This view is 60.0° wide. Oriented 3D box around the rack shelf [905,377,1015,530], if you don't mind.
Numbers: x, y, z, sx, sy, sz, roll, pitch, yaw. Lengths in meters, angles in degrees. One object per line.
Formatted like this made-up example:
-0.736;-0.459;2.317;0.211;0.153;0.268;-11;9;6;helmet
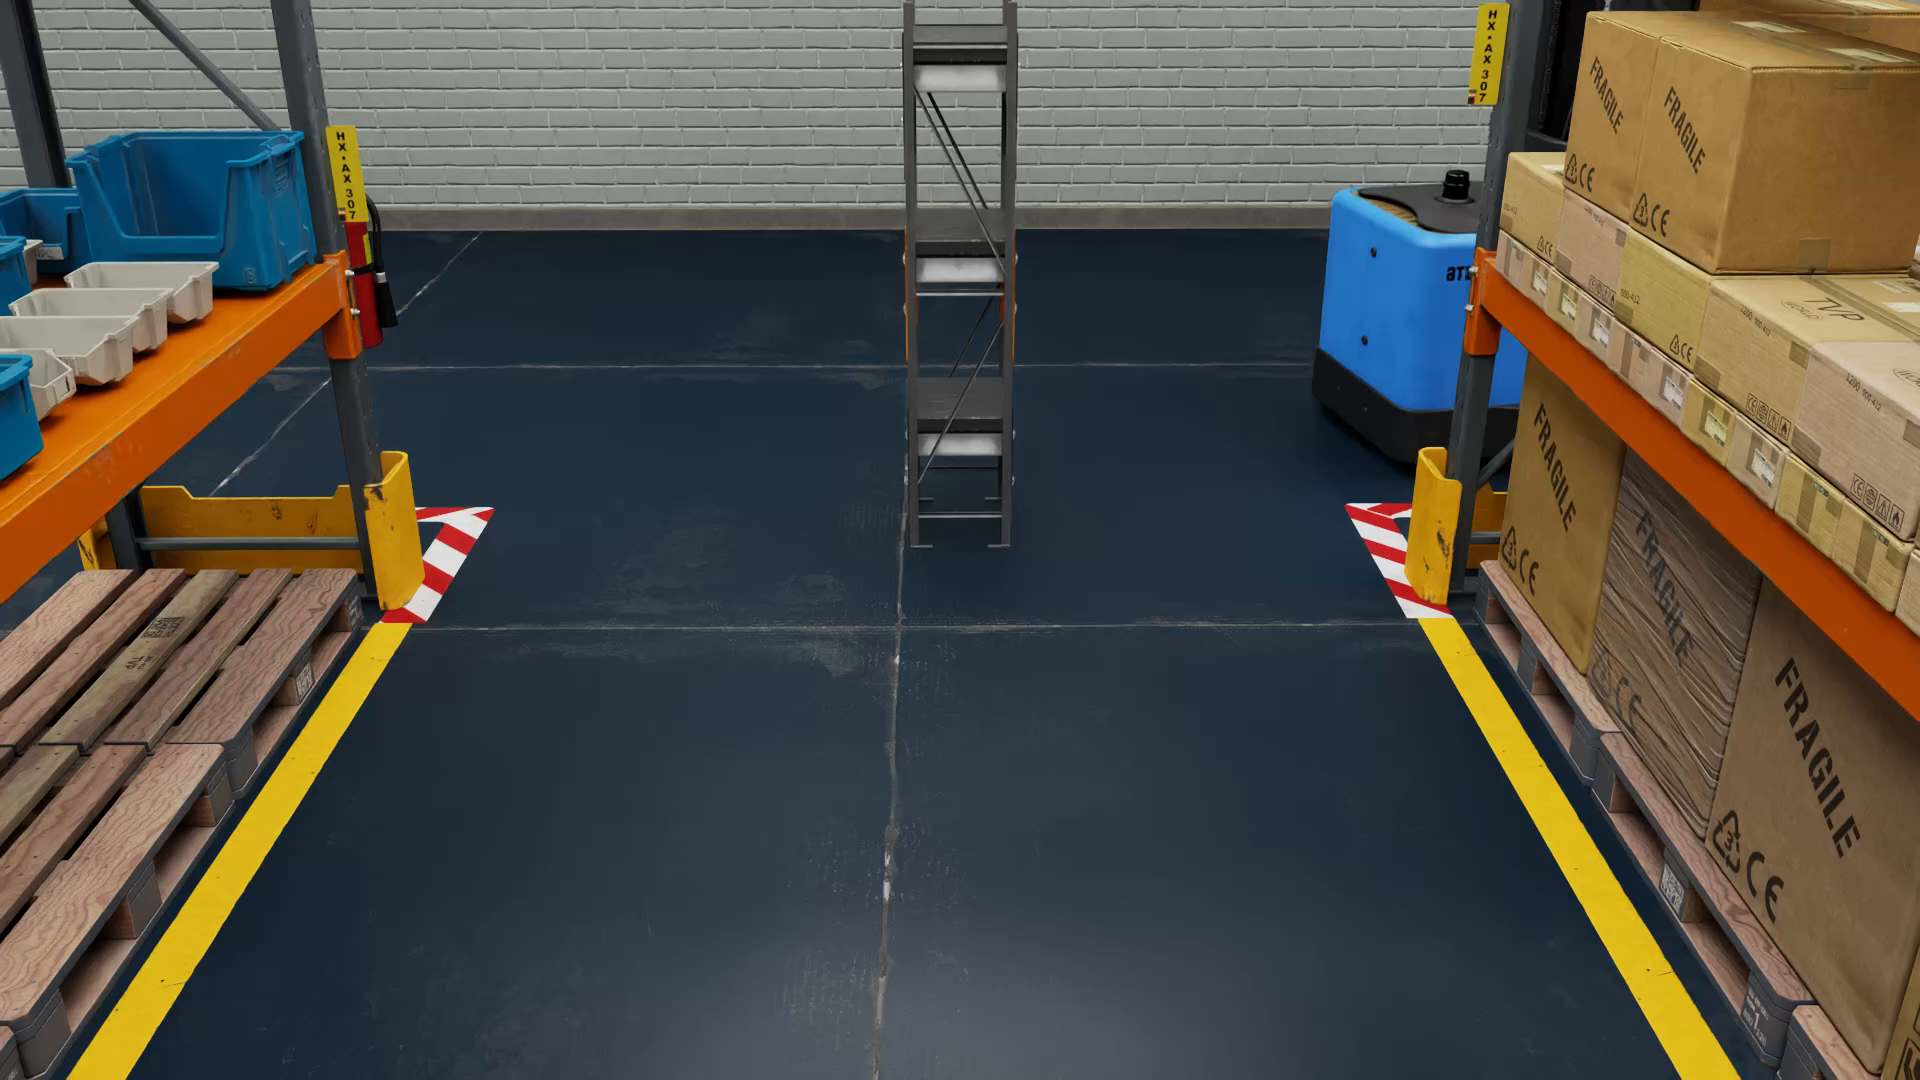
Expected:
-0.002;-0.375;6.762;0.431;0.518;0.480;0;24;-1;rack shelf

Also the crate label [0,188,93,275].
-2.965;-1.011;5.477;0.416;0.233;0.303;0;24;-1;crate label

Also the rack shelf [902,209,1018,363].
-0.002;-1.012;6.474;0.431;0.518;0.480;0;24;-1;rack shelf

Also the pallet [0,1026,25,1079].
-2.642;1.452;3.283;1.003;0.211;1.213;0;24;-1;pallet

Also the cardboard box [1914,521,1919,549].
2.082;0.001;2.928;0.500;0.250;0.500;0;24;1;cardboard box

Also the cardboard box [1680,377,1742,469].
2.006;-0.290;4.056;0.380;0.149;0.250;-1;24;-2;cardboard box

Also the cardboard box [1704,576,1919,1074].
2.420;0.596;3.861;0.875;0.875;0.875;0;24;-1;cardboard box

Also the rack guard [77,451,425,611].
-2.652;-0.035;6.220;1.175;0.500;0.348;0;24;-1;rack guard

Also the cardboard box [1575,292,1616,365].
1.999;-0.605;4.752;0.380;0.149;0.250;-1;24;-1;cardboard box

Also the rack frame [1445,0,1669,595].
2.314;-1.186;5.732;1.000;3.000;0.127;0;24;-1;rack frame

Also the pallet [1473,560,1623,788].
2.401;0.414;5.579;1.003;0.211;1.213;0;24;-1;pallet

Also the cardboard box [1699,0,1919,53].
2.582;-1.395;5.106;0.500;0.500;0.500;0;24;0;cardboard box

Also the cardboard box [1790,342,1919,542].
2.076;-0.209;3.393;0.500;0.250;0.500;0;24;1;cardboard box

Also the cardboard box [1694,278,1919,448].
2.074;-0.418;3.855;0.500;0.250;0.500;-1;24;-2;cardboard box

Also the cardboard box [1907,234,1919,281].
2.595;-0.636;4.337;0.500;0.250;0.500;-1;24;-2;cardboard box

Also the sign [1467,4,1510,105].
1.759;-1.616;5.537;0.100;0.325;0.005;0;24;-1;sign

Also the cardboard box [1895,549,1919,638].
2.018;0.135;3.117;0.380;0.149;0.250;0;24;0;cardboard box

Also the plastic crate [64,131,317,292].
-2.448;-1.070;5.360;0.616;0.435;0.499;0;24;-1;plastic crate

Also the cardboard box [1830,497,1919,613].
2.015;0.029;3.352;0.380;0.149;0.250;0;24;0;cardboard box

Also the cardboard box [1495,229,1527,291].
1.988;-0.924;5.457;0.380;0.149;0.250;0;24;0;cardboard box

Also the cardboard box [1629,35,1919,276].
2.066;-0.976;4.180;0.500;0.500;0.500;-1;24;-2;cardboard box

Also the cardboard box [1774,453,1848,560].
2.012;-0.077;3.585;0.380;0.149;0.250;-1;24;-1;cardboard box

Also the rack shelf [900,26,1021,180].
-0.002;-1.650;6.185;0.431;0.518;0.480;0;24;-1;rack shelf

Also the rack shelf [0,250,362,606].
-2.617;-0.012;4.009;1.077;0.370;4.000;0;24;-1;rack shelf

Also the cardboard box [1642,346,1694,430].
2.004;-0.394;4.286;0.380;0.149;0.250;-1;24;-1;cardboard box

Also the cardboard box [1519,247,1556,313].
1.992;-0.818;5.223;0.380;0.149;0.250;-1;24;-1;cardboard box

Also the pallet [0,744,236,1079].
-2.658;0.948;4.397;1.003;0.211;1.213;0;24;-1;pallet

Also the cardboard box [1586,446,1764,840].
2.411;0.229;4.672;0.875;0.875;0.875;0;24;-1;cardboard box

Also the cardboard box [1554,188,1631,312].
2.061;-0.840;4.788;0.500;0.250;0.500;-1;24;-1;cardboard box

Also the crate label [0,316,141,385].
-2.433;-0.501;4.466;0.396;0.136;0.243;0;24;-1;crate label

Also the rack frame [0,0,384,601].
-2.639;-1.164;5.683;1.000;3.000;0.127;0;24;-1;rack frame

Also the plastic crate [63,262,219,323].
-2.449;-0.736;4.984;0.396;0.136;0.243;0;24;-1;plastic crate

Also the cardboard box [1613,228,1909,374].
2.063;-0.633;4.330;0.500;0.250;0.500;-1;24;-2;cardboard box

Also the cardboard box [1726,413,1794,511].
2.011;-0.182;3.817;0.380;0.149;0.250;0;24;0;cardboard box

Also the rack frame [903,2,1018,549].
0.001;-0.924;6.246;0.400;2.100;0.015;0;24;-1;rack frame

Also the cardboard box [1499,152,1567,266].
2.049;-1.054;5.262;0.500;0.250;0.500;-1;24;-2;cardboard box

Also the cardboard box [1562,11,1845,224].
2.055;-1.190;4.652;0.500;0.500;0.500;-1;24;-2;cardboard box

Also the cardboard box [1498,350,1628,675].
2.401;-0.146;5.501;0.875;0.875;0.875;0;24;-1;cardboard box

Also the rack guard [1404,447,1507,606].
2.314;-0.057;6.269;1.175;0.500;0.348;0;24;-1;rack guard

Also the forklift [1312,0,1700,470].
3.300;-1.940;7.483;3.031;2.935;1.130;-5;25;-11;forklift

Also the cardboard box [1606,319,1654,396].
2.001;-0.500;4.521;0.380;0.149;0.250;-1;24;-2;cardboard box

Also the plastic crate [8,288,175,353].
-2.460;-0.616;4.719;0.396;0.136;0.243;0;24;-1;plastic crate

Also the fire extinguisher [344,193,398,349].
-2.186;-1.023;5.918;0.296;0.674;0.183;0;24;-1;fire extinguisher

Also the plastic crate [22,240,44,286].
-3.045;-0.835;5.204;0.250;0.136;0.298;0;24;-1;plastic crate

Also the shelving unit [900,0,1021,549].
-0.002;-1.025;6.468;0.431;2.100;0.503;0;24;-1;shelving unit

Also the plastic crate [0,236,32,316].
-2.958;-0.740;4.877;0.416;0.233;0.300;0;24;-1;plastic crate

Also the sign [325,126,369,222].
-2.089;-1.247;5.669;0.100;0.325;0.005;0;24;-1;sign

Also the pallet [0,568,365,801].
-2.669;0.447;5.506;1.003;0.211;1.213;0;24;-1;pallet

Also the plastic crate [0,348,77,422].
-2.411;-0.380;4.196;0.298;0.136;0.250;0;24;-1;plastic crate

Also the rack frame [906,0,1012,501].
-0.004;-1.125;6.690;0.400;2.100;0.015;0;24;-1;rack frame

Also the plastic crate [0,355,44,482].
-2.360;-0.270;3.836;0.416;0.233;0.300;0;24;-1;plastic crate

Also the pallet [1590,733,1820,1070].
2.411;0.915;4.470;1.003;0.211;1.213;0;24;-1;pallet

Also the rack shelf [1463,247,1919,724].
2.336;-0.034;4.058;1.077;0.370;4.000;0;24;-1;rack shelf

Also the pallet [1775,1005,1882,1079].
2.427;1.419;3.356;1.003;0.211;1.213;0;24;-1;pallet

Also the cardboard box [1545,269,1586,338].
1.995;-0.712;4.990;0.380;0.149;0.250;-1;24;-2;cardboard box
